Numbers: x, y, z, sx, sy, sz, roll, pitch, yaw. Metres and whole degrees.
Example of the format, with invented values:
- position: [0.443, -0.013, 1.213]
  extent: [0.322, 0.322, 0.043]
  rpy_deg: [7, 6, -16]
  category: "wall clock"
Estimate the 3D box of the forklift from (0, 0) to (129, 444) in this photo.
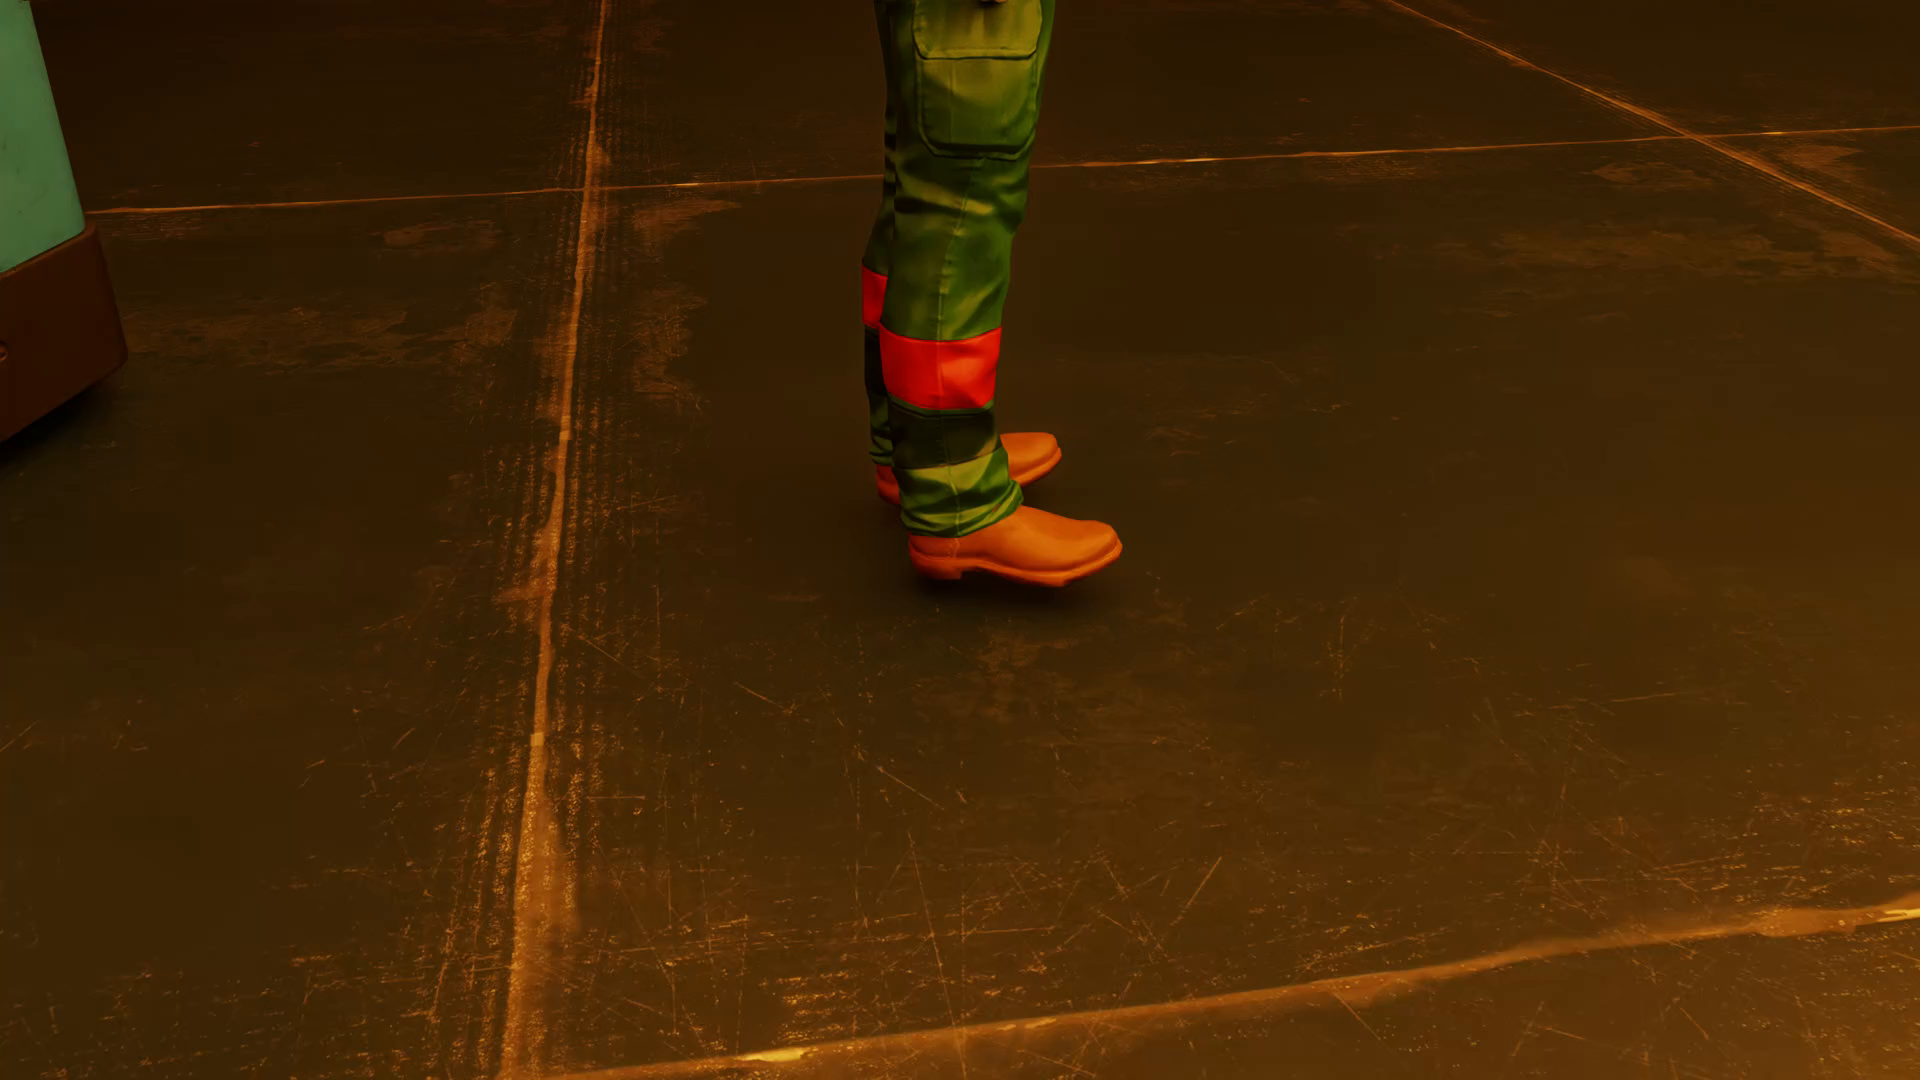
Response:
- position: [-3.032, -1.439, 2.085]
  extent: [3.031, 2.935, 1.130]
  rpy_deg: [4, 28, 7]
  category: "forklift"

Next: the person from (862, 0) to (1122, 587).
- position: [0.009, -0.832, 2.073]
  extent: [0.370, 1.795, 0.536]
  rpy_deg: [-5, 28, -9]
  category: "person"
